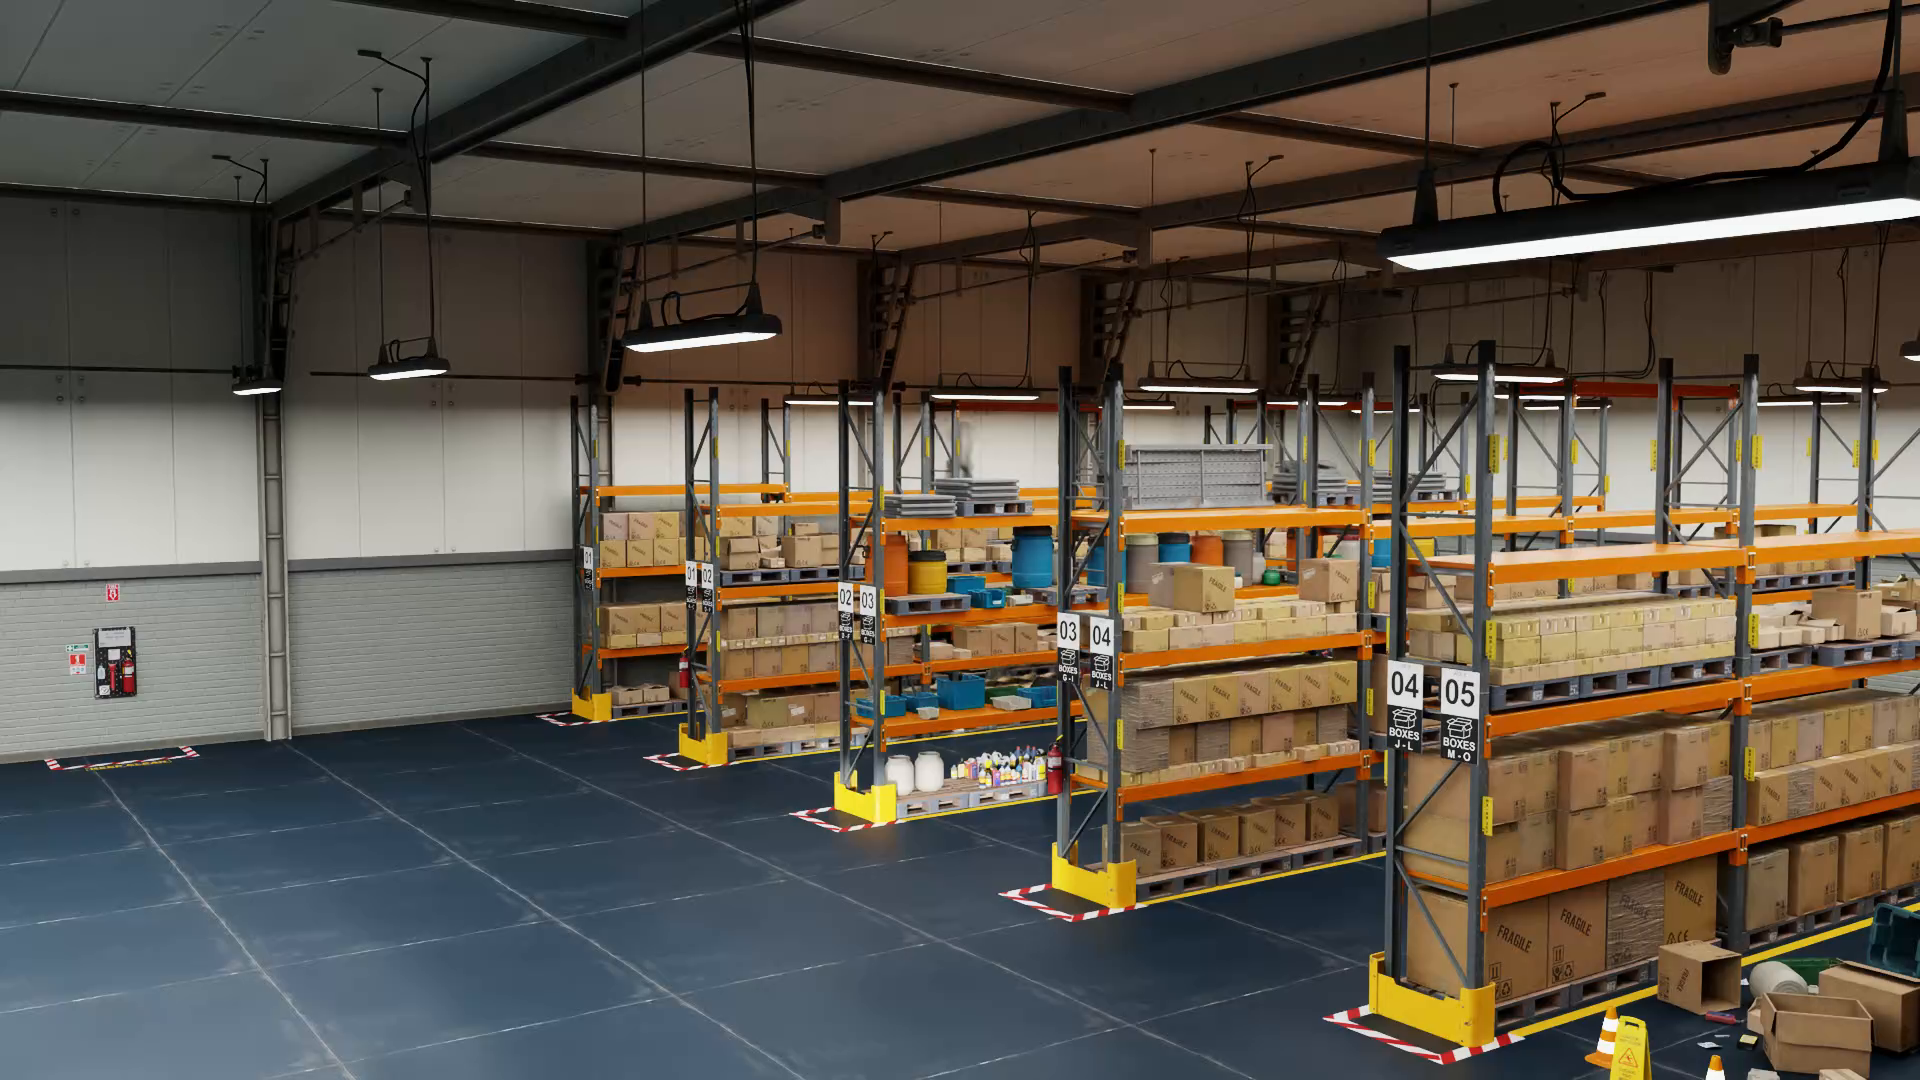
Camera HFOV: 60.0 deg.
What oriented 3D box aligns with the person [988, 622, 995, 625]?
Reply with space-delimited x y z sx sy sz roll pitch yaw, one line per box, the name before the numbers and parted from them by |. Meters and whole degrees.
person | 0.702 2.011 32.692 0.587 0.819 0.592 -3 4 -37
